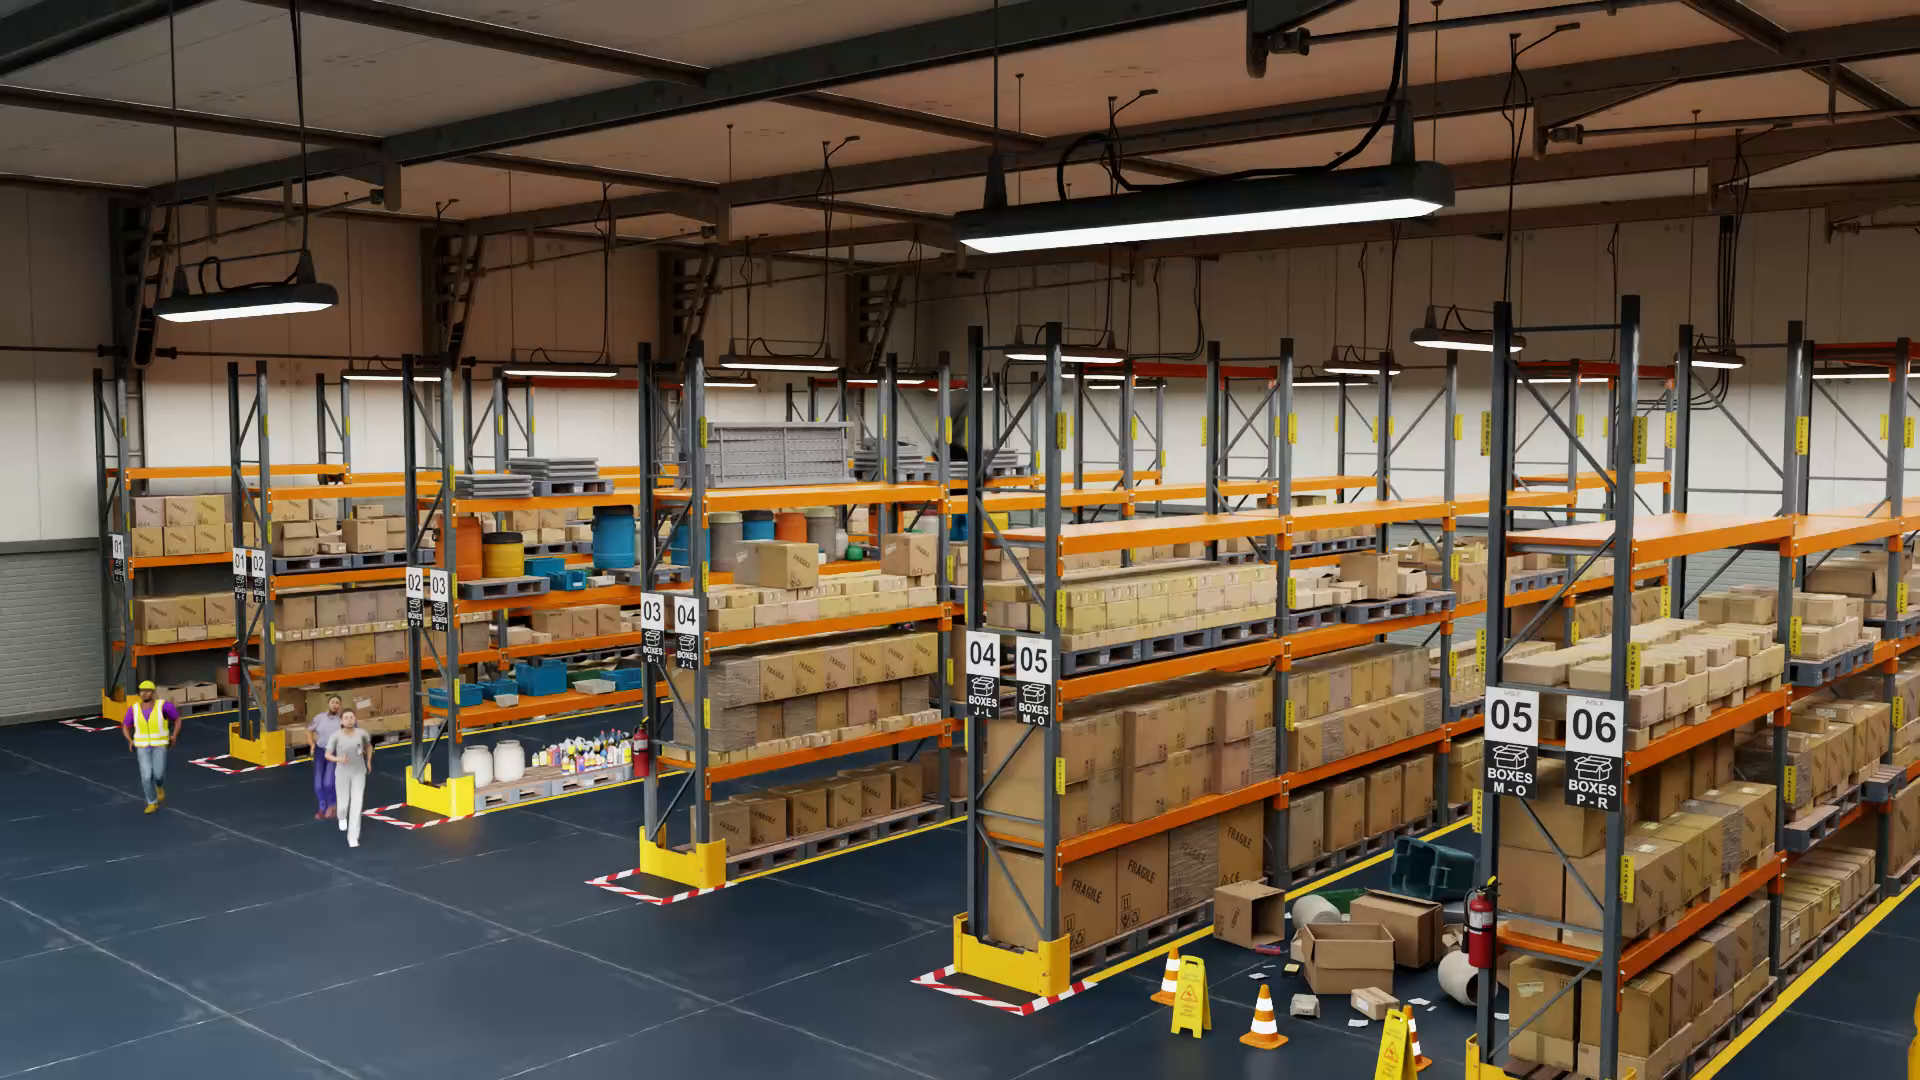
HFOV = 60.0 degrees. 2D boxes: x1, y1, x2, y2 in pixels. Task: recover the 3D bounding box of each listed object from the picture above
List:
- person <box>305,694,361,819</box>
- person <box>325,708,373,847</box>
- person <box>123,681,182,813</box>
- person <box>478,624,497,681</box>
[{"bbox_3d":[-8.074,2.798,21.369,0.679,1.597,0.554,0,4,-2],"label":"person"},{"bbox_3d":[-7.412,2.853,20.203,0.570,1.631,0.817,-2,5,-27],"label":"person"},{"bbox_3d":[-10.609,2.705,21.811,0.700,1.727,0.496,-1,4,-17],"label":"person"},{"bbox_3d":[-8.612,2.106,29.789,0.662,1.763,0.643,3,5,38],"label":"person"}]
